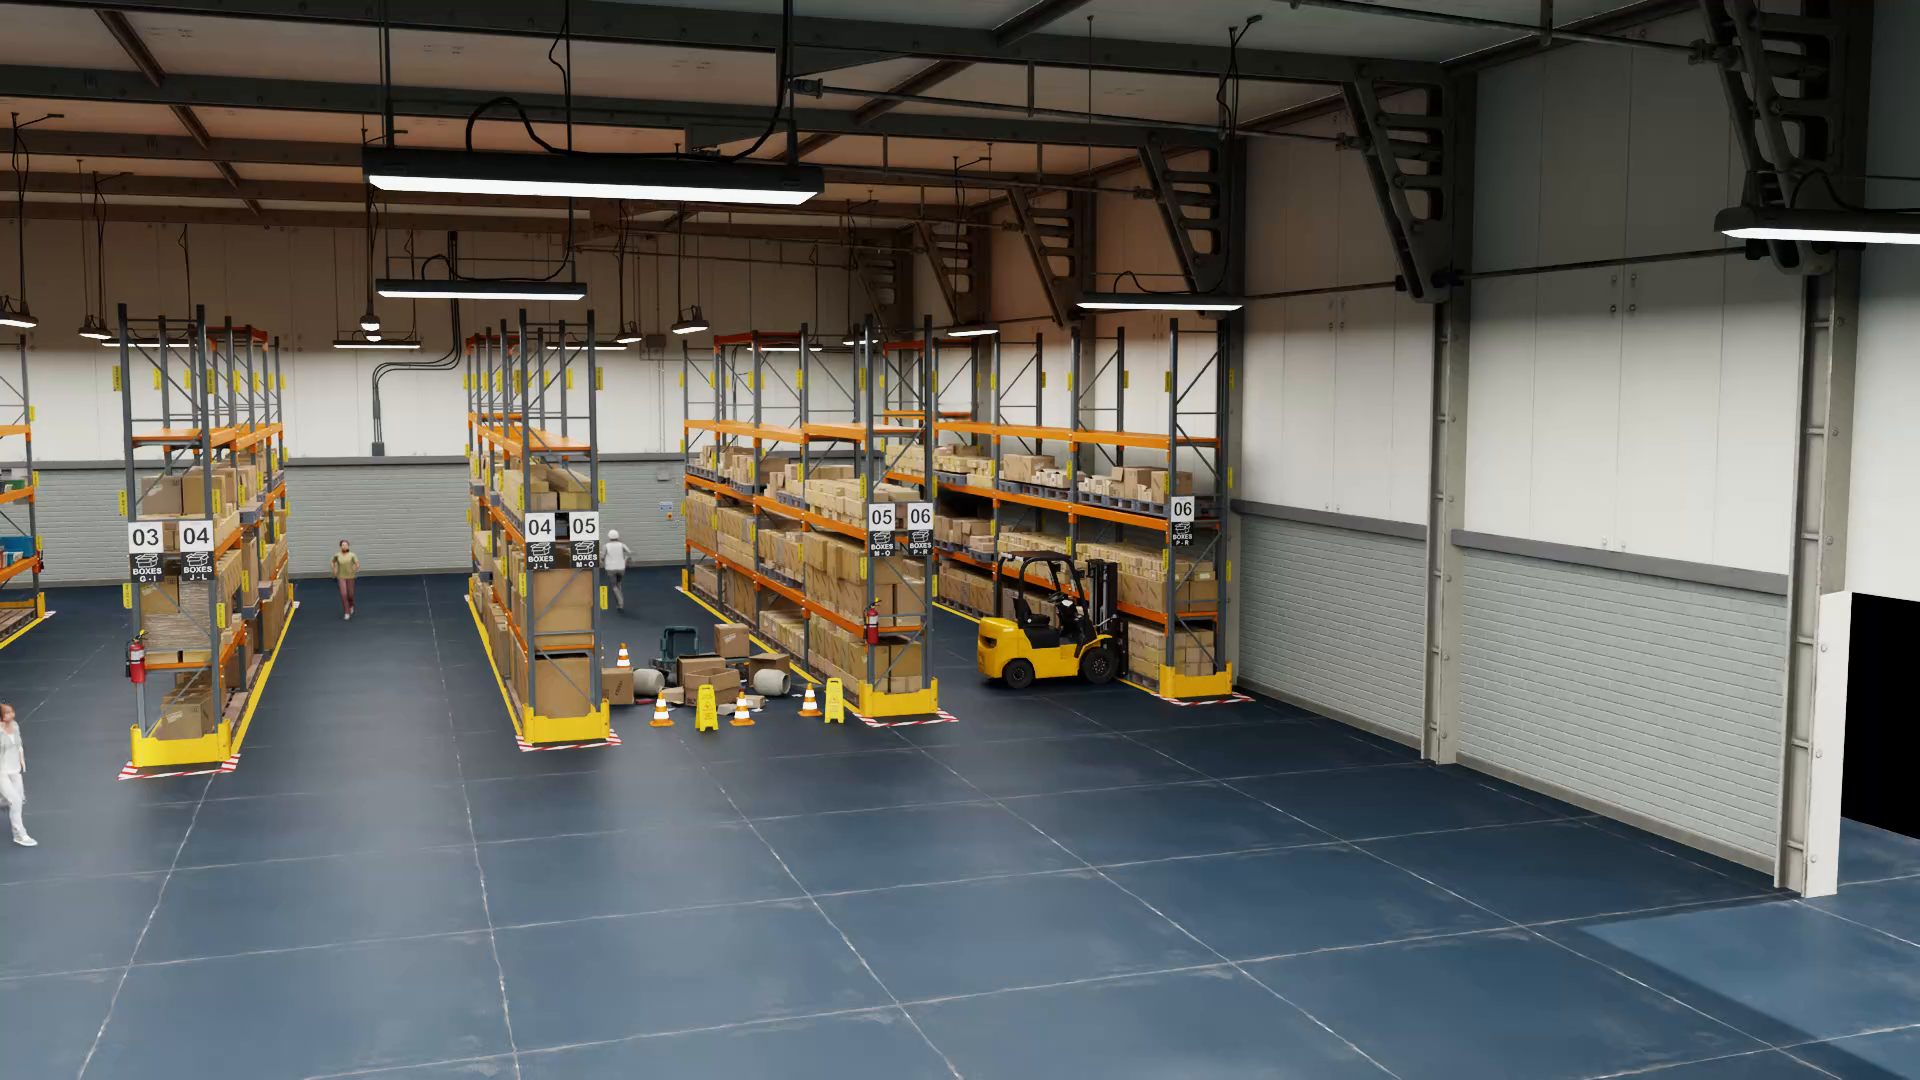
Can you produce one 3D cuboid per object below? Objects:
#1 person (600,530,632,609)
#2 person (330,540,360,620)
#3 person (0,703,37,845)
[{"bbox_3d":[-7.558,0.678,36.454,0.640,1.799,0.787,-3,6,-31],"label":"person"},{"bbox_3d":[-13.068,0.826,35.368,0.586,1.663,0.760,-2,6,-19],"label":"person"},{"bbox_3d":[-10.400,2.533,18.009,0.695,1.576,0.559,2,6,16],"label":"person"}]
